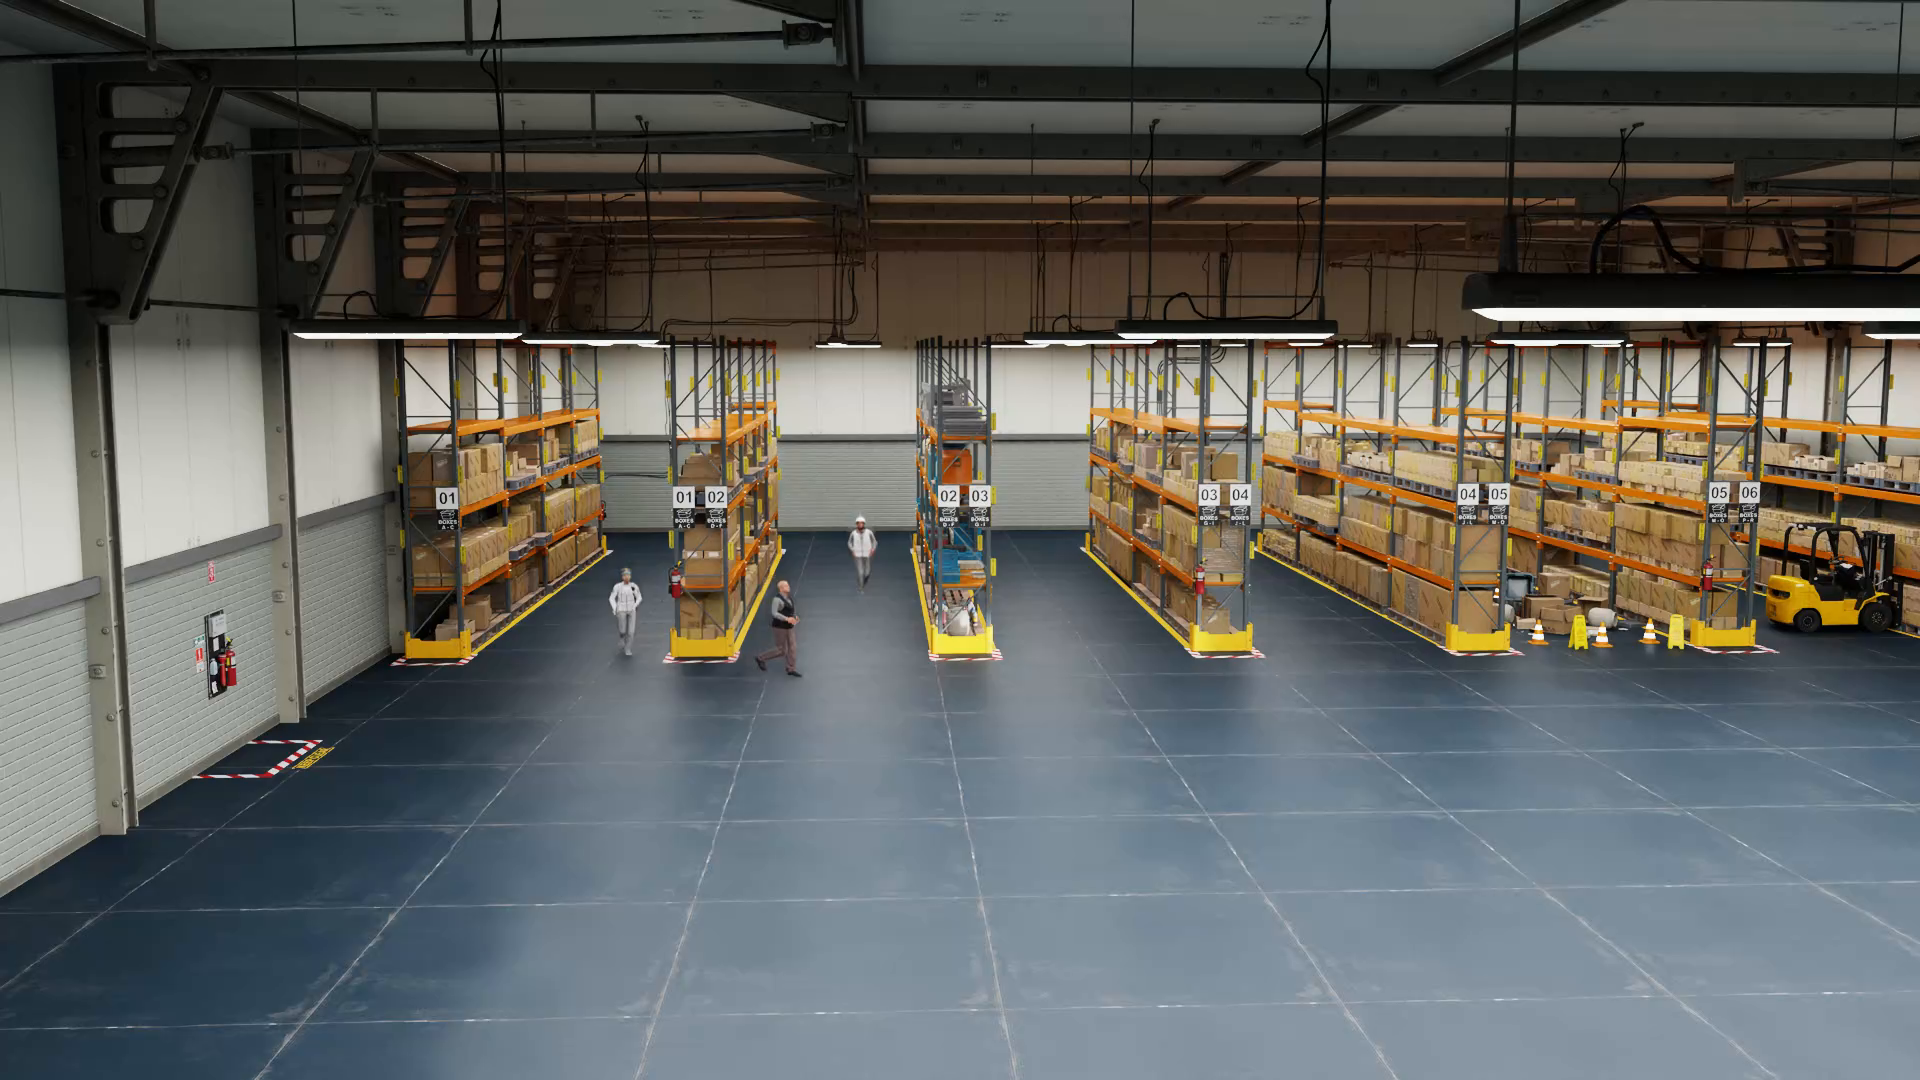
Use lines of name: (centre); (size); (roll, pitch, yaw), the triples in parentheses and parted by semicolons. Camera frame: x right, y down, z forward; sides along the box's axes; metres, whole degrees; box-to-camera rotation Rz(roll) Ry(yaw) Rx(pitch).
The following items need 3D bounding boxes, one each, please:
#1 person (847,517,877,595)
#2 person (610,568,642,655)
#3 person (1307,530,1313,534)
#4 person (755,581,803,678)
person: (-2.185, 0.356, 37.160); (0.663, 1.749, 0.494); (-1, 7, -5)
person: (-6.297, 1.341, 31.404); (0.605, 1.643, 0.531); (-2, 7, -16)
person: (10.509, -0.677, 49.107); (0.695, 1.730, 0.581); (0, 6, -3)
person: (-3.161, 1.563, 29.324); (0.840, 1.720, 0.670); (2, 7, 20)
